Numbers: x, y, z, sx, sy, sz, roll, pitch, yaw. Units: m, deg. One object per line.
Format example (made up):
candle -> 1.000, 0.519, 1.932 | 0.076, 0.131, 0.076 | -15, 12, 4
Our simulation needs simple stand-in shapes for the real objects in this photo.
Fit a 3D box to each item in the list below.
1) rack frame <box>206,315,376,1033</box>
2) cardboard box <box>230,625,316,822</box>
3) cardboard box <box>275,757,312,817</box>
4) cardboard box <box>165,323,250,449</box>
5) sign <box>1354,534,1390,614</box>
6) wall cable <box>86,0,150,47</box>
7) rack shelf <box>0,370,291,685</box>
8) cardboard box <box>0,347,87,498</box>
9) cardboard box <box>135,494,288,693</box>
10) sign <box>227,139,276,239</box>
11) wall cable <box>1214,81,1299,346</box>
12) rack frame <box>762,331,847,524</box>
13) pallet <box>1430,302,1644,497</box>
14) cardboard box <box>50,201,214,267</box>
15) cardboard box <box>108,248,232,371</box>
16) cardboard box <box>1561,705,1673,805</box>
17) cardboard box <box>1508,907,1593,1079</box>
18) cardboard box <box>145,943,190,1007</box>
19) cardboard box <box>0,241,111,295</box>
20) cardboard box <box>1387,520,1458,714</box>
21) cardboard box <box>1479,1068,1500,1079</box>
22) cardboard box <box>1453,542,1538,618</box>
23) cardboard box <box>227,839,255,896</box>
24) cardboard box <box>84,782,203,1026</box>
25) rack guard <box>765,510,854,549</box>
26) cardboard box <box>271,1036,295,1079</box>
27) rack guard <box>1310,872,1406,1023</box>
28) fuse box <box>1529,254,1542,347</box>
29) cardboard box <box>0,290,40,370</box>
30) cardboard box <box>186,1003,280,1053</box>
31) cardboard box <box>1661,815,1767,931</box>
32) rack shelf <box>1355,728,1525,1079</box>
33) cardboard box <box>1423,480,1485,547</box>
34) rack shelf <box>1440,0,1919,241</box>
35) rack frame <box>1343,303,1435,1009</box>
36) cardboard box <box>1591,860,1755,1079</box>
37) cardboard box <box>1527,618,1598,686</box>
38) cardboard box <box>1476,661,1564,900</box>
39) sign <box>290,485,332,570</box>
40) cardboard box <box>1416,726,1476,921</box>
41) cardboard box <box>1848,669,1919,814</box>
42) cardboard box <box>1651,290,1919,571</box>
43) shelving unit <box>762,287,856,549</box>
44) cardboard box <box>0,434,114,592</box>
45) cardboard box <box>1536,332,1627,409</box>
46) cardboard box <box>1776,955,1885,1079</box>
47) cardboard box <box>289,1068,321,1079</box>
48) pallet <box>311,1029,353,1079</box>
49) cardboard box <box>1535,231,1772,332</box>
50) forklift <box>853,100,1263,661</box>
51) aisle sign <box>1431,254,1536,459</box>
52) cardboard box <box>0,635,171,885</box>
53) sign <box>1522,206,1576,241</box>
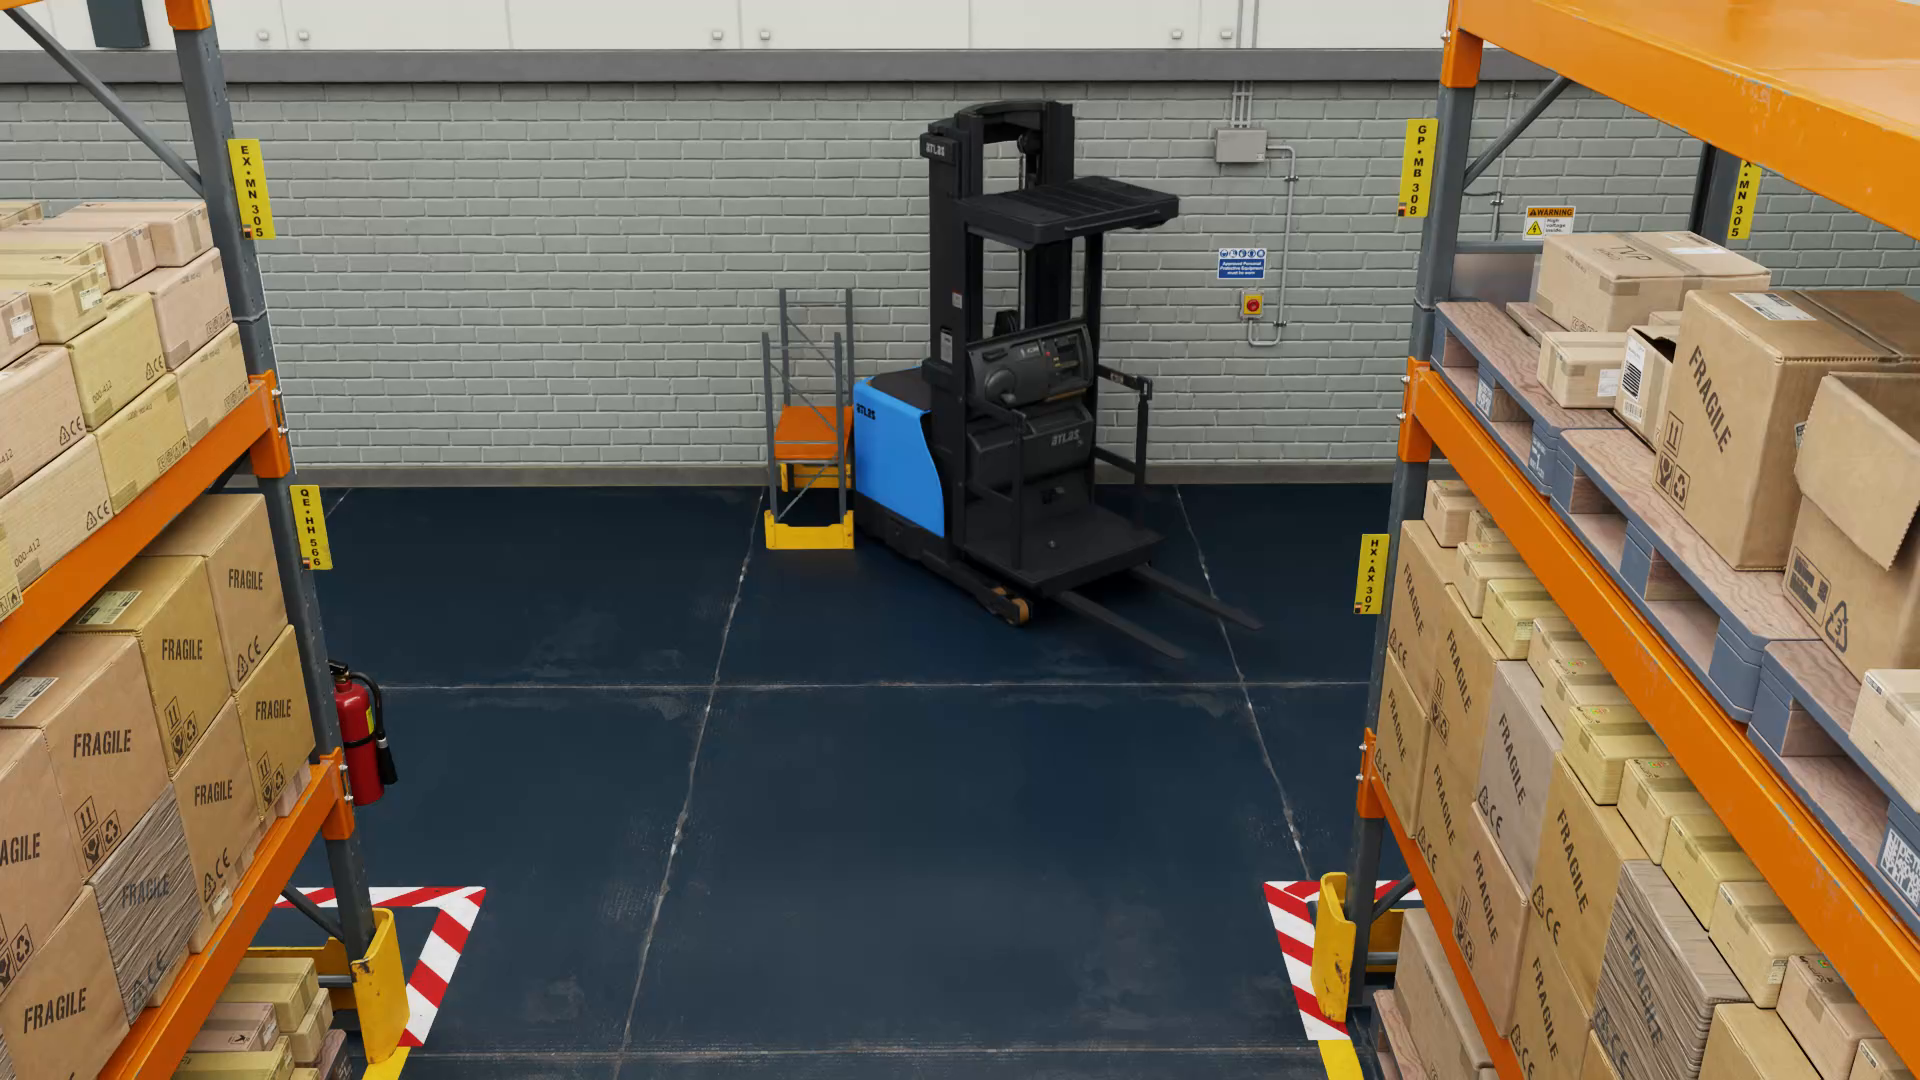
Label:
rack frame -> -2.864, 0.623, 6.234 | 1.000, 3.000, 0.127 | 0, 24, -1
cardboard box -> -2.602, 0.625, 5.745 | 0.500, 0.500, 0.500 | 0, 24, 1
cardboard box -> -2.578, 0.870, 5.991 | 0.380, 0.149, 0.250 | 0, 24, 0
cardboard box -> -2.594, -0.490, 5.235 | 0.500, 0.250, 0.500 | -1, 24, -2
sign -> 1.530, 0.128, 6.180 | 0.100, 0.325, 0.005 | 0, 24, -1
wall cable -> -4.440, -5.942, 9.563 | 2.277, 5.999, 0.120 | 0, 24, -1
rack shelf -> -2.842, 0.408, 3.941 | 1.077, 0.370, 4.000 | 0, 24, -1
cardboard box -> -2.595, -0.293, 4.194 | 0.500, 0.250, 0.500 | 0, 24, 0
cardboard box -> -2.610, 0.173, 5.531 | 0.500, 0.500, 0.500 | -1, 24, -2
sign -> -2.309, -1.142, 5.420 | 0.100, 0.325, 0.005 | 0, 24, -1
wall cable -> 2.000, -2.242, 11.296 | 0.585, 1.953, 0.123 | 0, 24, -1
rack frame -> -1.003, -0.631, 10.825 | 0.500, 1.500, 0.032 | 0, 24, 0
pallet -> 2.103, -0.462, 5.099 | 1.003, 0.211, 1.213 | 0, 24, -1
cardboard box -> -2.566, -0.950, 5.161 | 0.380, 0.149, 0.250 | 0, 24, -1
cardboard box -> -2.604, -0.715, 5.126 | 0.500, 0.250, 0.500 | -1, 24, -2
cardboard box -> 1.787, 0.549, 4.275 | 0.380, 0.149, 0.250 | -1, 24, -2
cardboard box -> 1.846, 1.336, 4.534 | 0.500, 0.500, 0.500 | 1, 24, 1
cardboard box -> -2.595, 1.290, 5.063 | 0.380, 0.149, 0.250 | -1, 24, -3
cardboard box -> -2.658, -0.742, 4.702 | 0.380, 0.149, 0.250 | -1, 24, -2
cardboard box -> 1.805, 0.257, 5.708 | 0.500, 0.500, 0.500 | -1, 24, -2
cardboard box -> 2.210, 2.183, 5.382 | 0.875, 0.438, 0.875 | 0, 24, 1
cardboard box -> 1.774, 0.125, 5.212 | 0.380, 0.149, 0.250 | 0, 24, 1
cardboard box -> -2.595, 1.076, 5.536 | 0.380, 0.149, 0.250 | 0, 24, -1
cardboard box -> -2.586, 1.047, 4.814 | 0.500, 0.500, 0.500 | 0, 24, 0
rack guard -> -1.003, -0.070, 11.101 | 0.587, 0.250, 0.087 | 0, 24, 0
cardboard box -> -2.624, 1.919, 5.956 | 0.380, 0.149, 0.250 | -1, 24, -2
rack guard -> 2.085, 1.688, 6.912 | 1.175, 0.500, 0.348 | 0, 24, -1
fuse box -> 4.102, -1.127, 11.665 | 0.539, 1.711, 0.414 | 0, 24, -1
cardboard box -> -2.604, -0.529, 4.231 | 0.380, 0.149, 0.250 | -1, 24, -2
cardboard box -> -2.659, 1.780, 5.903 | 0.380, 0.149, 0.250 | 0, 24, 0
cardboard box -> 1.856, 0.758, 3.813 | 0.380, 0.149, 0.250 | -1, 24, -2
rack shelf -> 2.107, 1.711, 4.701 | 1.077, 0.370, 4.000 | 0, 24, -1
cardboard box -> 1.812, -0.091, 5.688 | 0.380, 0.149, 0.250 | 0, 24, 1
rack shelf -> 2.107, -0.841, 3.547 | 1.077, 0.370, 4.000 | 0, 24, -1
rack frame -> 2.085, 0.559, 6.375 | 1.000, 3.000, 0.127 | 0, 24, -1
cardboard box -> 1.835, 1.094, 3.857 | 0.500, 0.500, 0.500 | 0, 24, 0
cardboard box -> 1.851, 0.341, 4.734 | 0.380, 0.149, 0.250 | 0, 24, 0
cardboard box -> 1.831, 0.682, 4.768 | 0.500, 0.500, 0.500 | 0, 24, -1
sign -> -2.309, -0.043, 5.917 | 0.100, 0.325, 0.005 | 0, 24, -1
cardboard box -> 1.836, 0.920, 5.453 | 0.500, 0.500, 0.500 | -1, 24, -1
cardboard box -> 1.799, 0.347, 2.877 | 0.380, 0.149, 0.250 | 0, 24, 1
cardboard box -> 1.957, -0.259, 3.791 | 0.500, 0.500, 0.500 | 0, 24, 0
shelving unit -> -0.999, -0.844, 11.297 | 0.587, 1.500, 1.083 | 0, 24, 0
cardboard box -> -2.589, -0.075, 4.318 | 0.500, 0.250, 0.500 | 1, 24, 2
cardboard box -> 1.867, -0.481, 4.708 | 0.380, 0.149, 0.250 | 1, 24, 1
cardboard box -> 1.899, 0.969, 3.347 | 0.380, 0.149, 0.250 | 0, 24, -1
cardboard box -> -2.545, 2.052, 6.024 | 0.380, 0.149, 0.250 | 0, 24, 1
pallet -> -2.890, 2.259, 5.998 | 1.003, 0.211, 1.213 | 0, 24, -1
cardboard box -> 2.180, -0.792, 5.271 | 0.500, 0.250, 0.500 | -2, 24, -5
forklift -> 0.571, -1.046, 10.005 | 1.130, 2.935, 3.031 | -17, 30, -34
aisle sign -> 1.794, -0.654, 5.902 | 0.394, 0.787, 0.004 | 0, 24, -1
cardboard box -> -2.590, 0.596, 4.596 | 0.500, 0.500, 0.500 | 1, 24, 2
sign -> 4.044, -2.175, 11.418 | 0.339, 0.242, 0.001 | 0, 24, -1
